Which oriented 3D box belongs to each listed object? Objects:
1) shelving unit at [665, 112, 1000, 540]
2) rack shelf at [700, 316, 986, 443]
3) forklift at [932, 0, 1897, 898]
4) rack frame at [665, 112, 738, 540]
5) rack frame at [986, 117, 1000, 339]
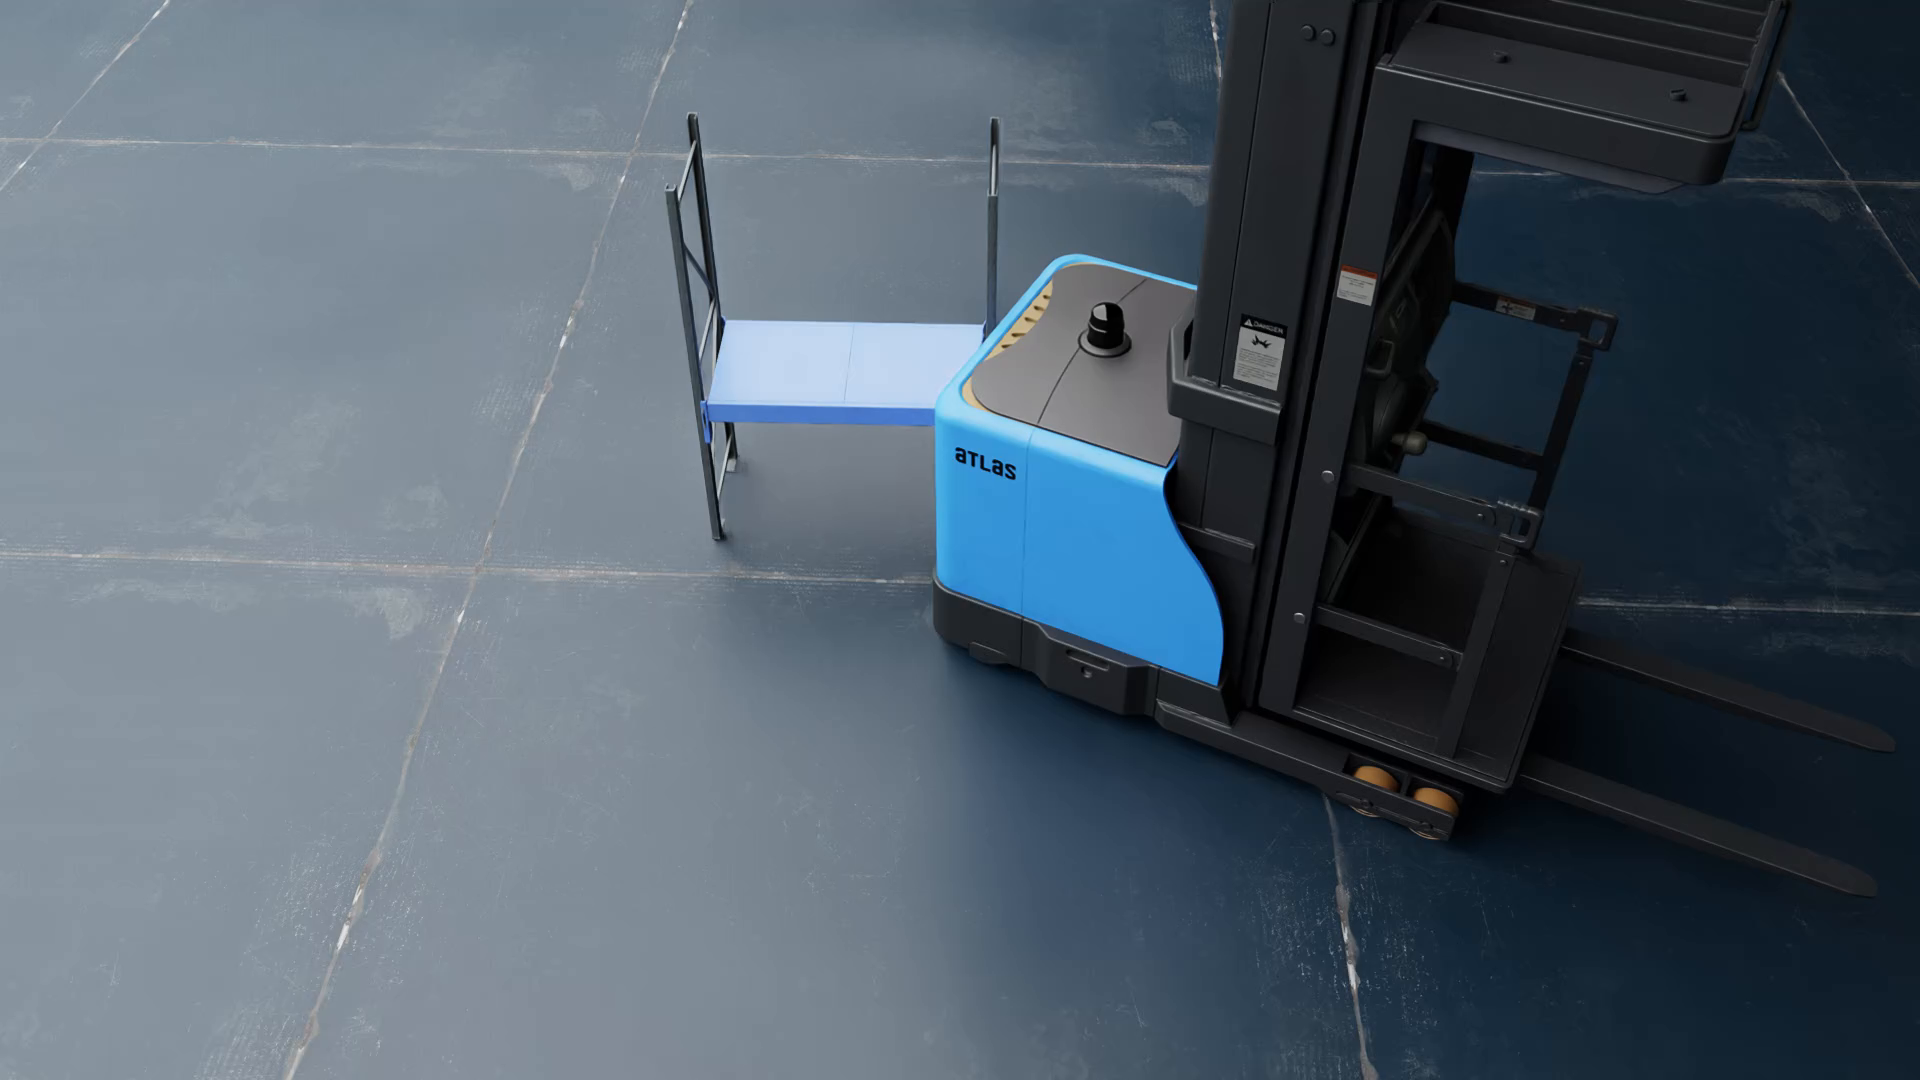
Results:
[{"bbox_3d":[-0.398,-0.709,5.911,1.048,1.500,0.538,1,43,1],"label":"shelving unit"},{"bbox_3d":[-0.398,-0.577,6.033,1.000,0.185,0.538,1,43,1],"label":"rack shelf"},{"bbox_3d":[1.456,-0.547,4.687,3.031,2.935,1.130,19,46,19],"label":"forklift"},{"bbox_3d":[-0.907,-0.720,5.922,0.032,1.500,0.500,1,43,1],"label":"rack frame"},{"bbox_3d":[0.110,-0.698,5.899,0.032,1.500,0.500,1,43,1],"label":"rack frame"}]
